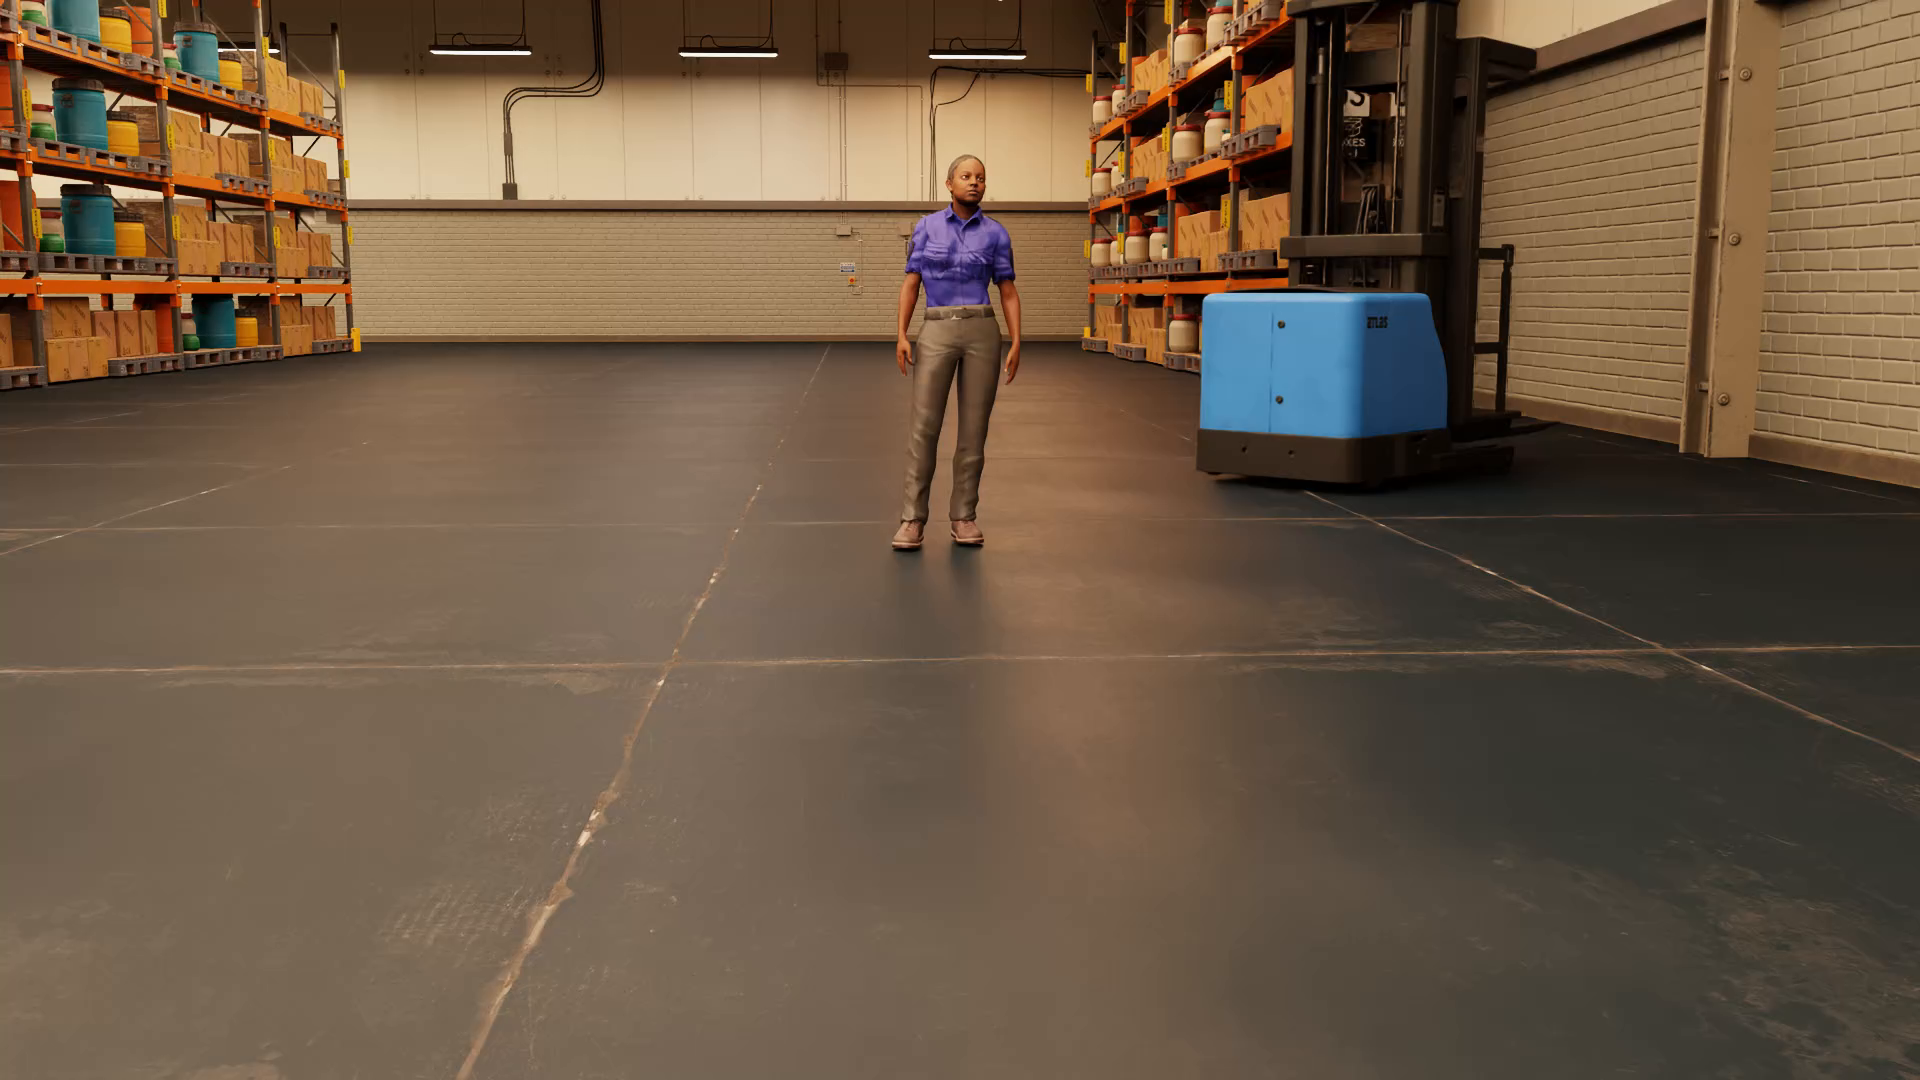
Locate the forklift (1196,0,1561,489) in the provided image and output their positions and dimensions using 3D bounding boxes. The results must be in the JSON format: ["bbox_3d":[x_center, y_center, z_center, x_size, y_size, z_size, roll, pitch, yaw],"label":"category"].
[{"bbox_3d":[2.728,-1.888,10.044,1.130,2.935,3.031,8,12,43],"label":"forklift"}]

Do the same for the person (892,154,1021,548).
[{"bbox_3d":[-0.014,-0.812,7.100,0.570,1.654,0.504,-1,8,-4],"label":"person"}]
